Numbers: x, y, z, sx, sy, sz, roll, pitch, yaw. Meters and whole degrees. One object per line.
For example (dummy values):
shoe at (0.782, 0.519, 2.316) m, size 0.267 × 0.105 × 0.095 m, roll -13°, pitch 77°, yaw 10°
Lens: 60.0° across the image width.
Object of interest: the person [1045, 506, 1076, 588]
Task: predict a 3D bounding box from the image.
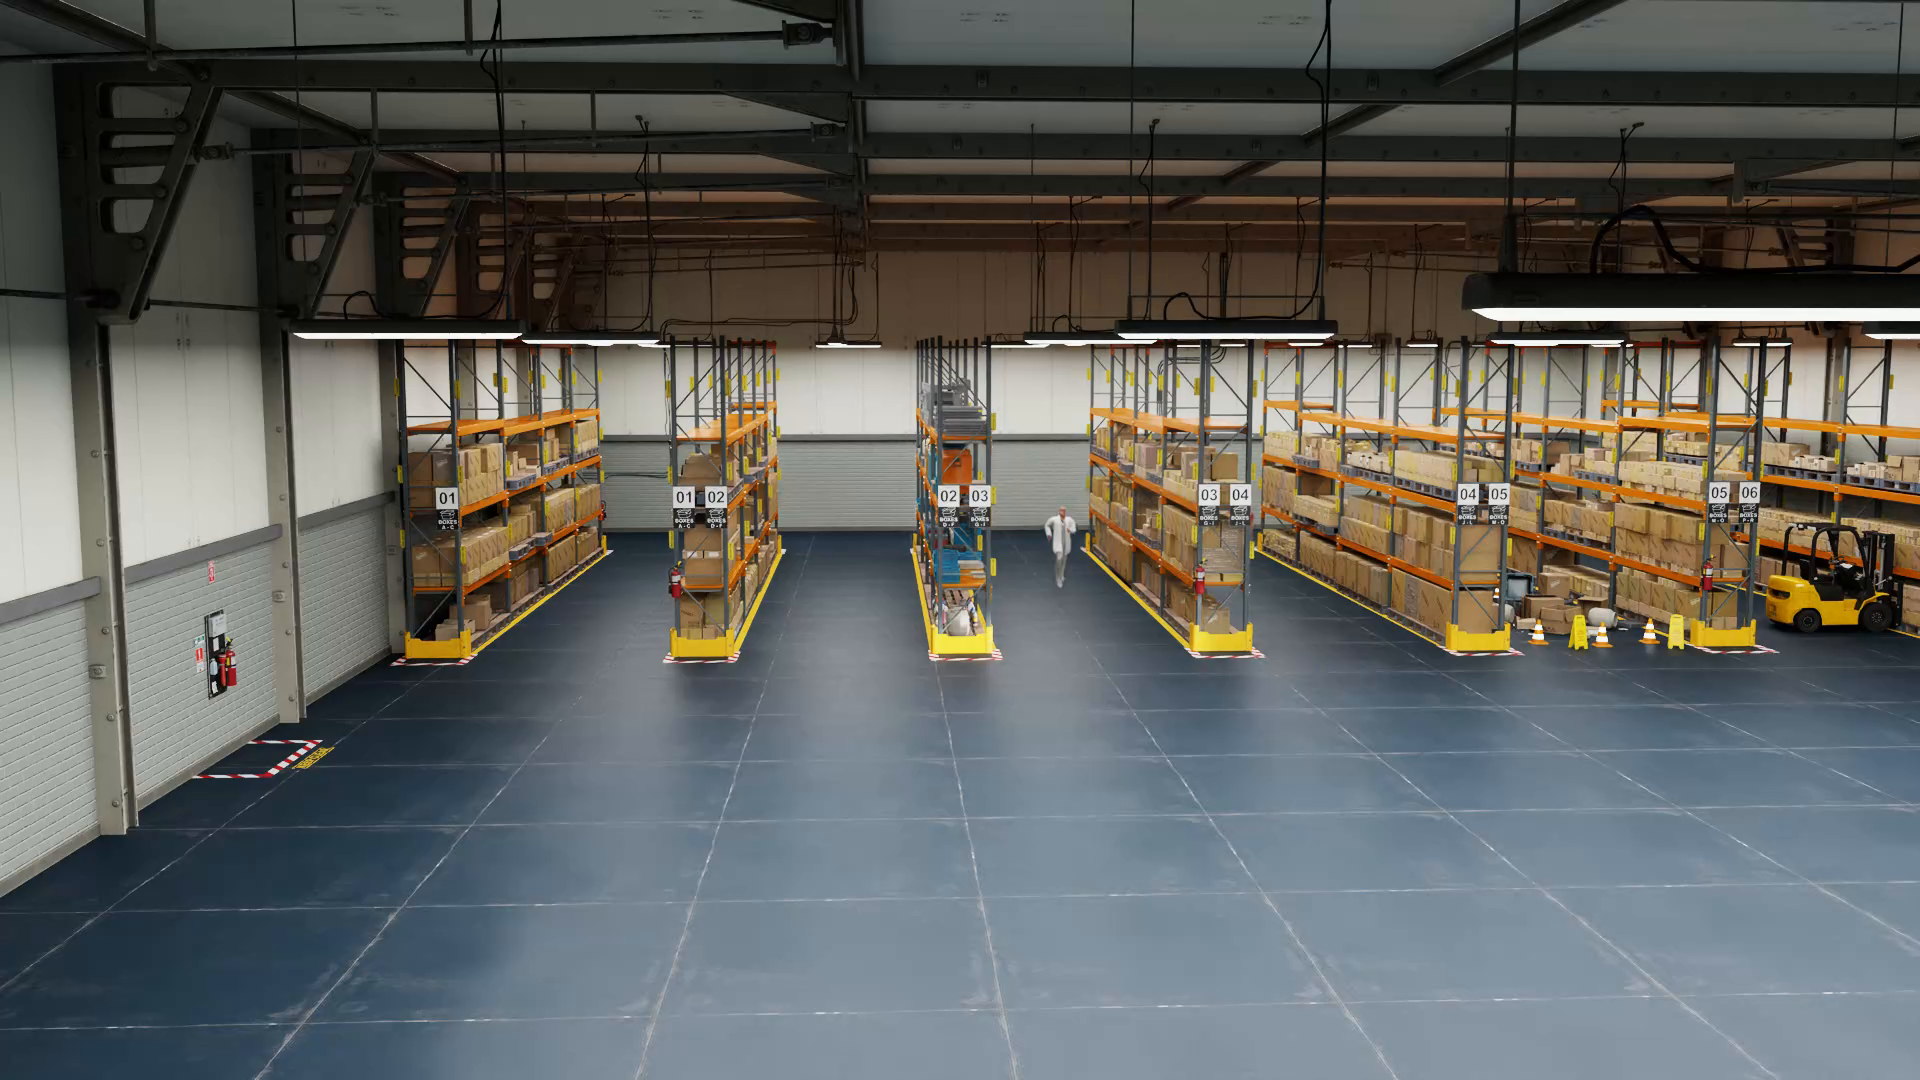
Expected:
person at (2.389, 0.148, 38.972) m, size 0.669 × 1.900 × 0.777 m, roll -2°, pitch 7°, yaw -15°

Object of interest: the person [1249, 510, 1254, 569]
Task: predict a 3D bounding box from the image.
person at (7.543, -0.143, 44.197) m, size 0.601 × 1.789 × 0.880 m, roll 0°, pitch 6°, yaw 1°
